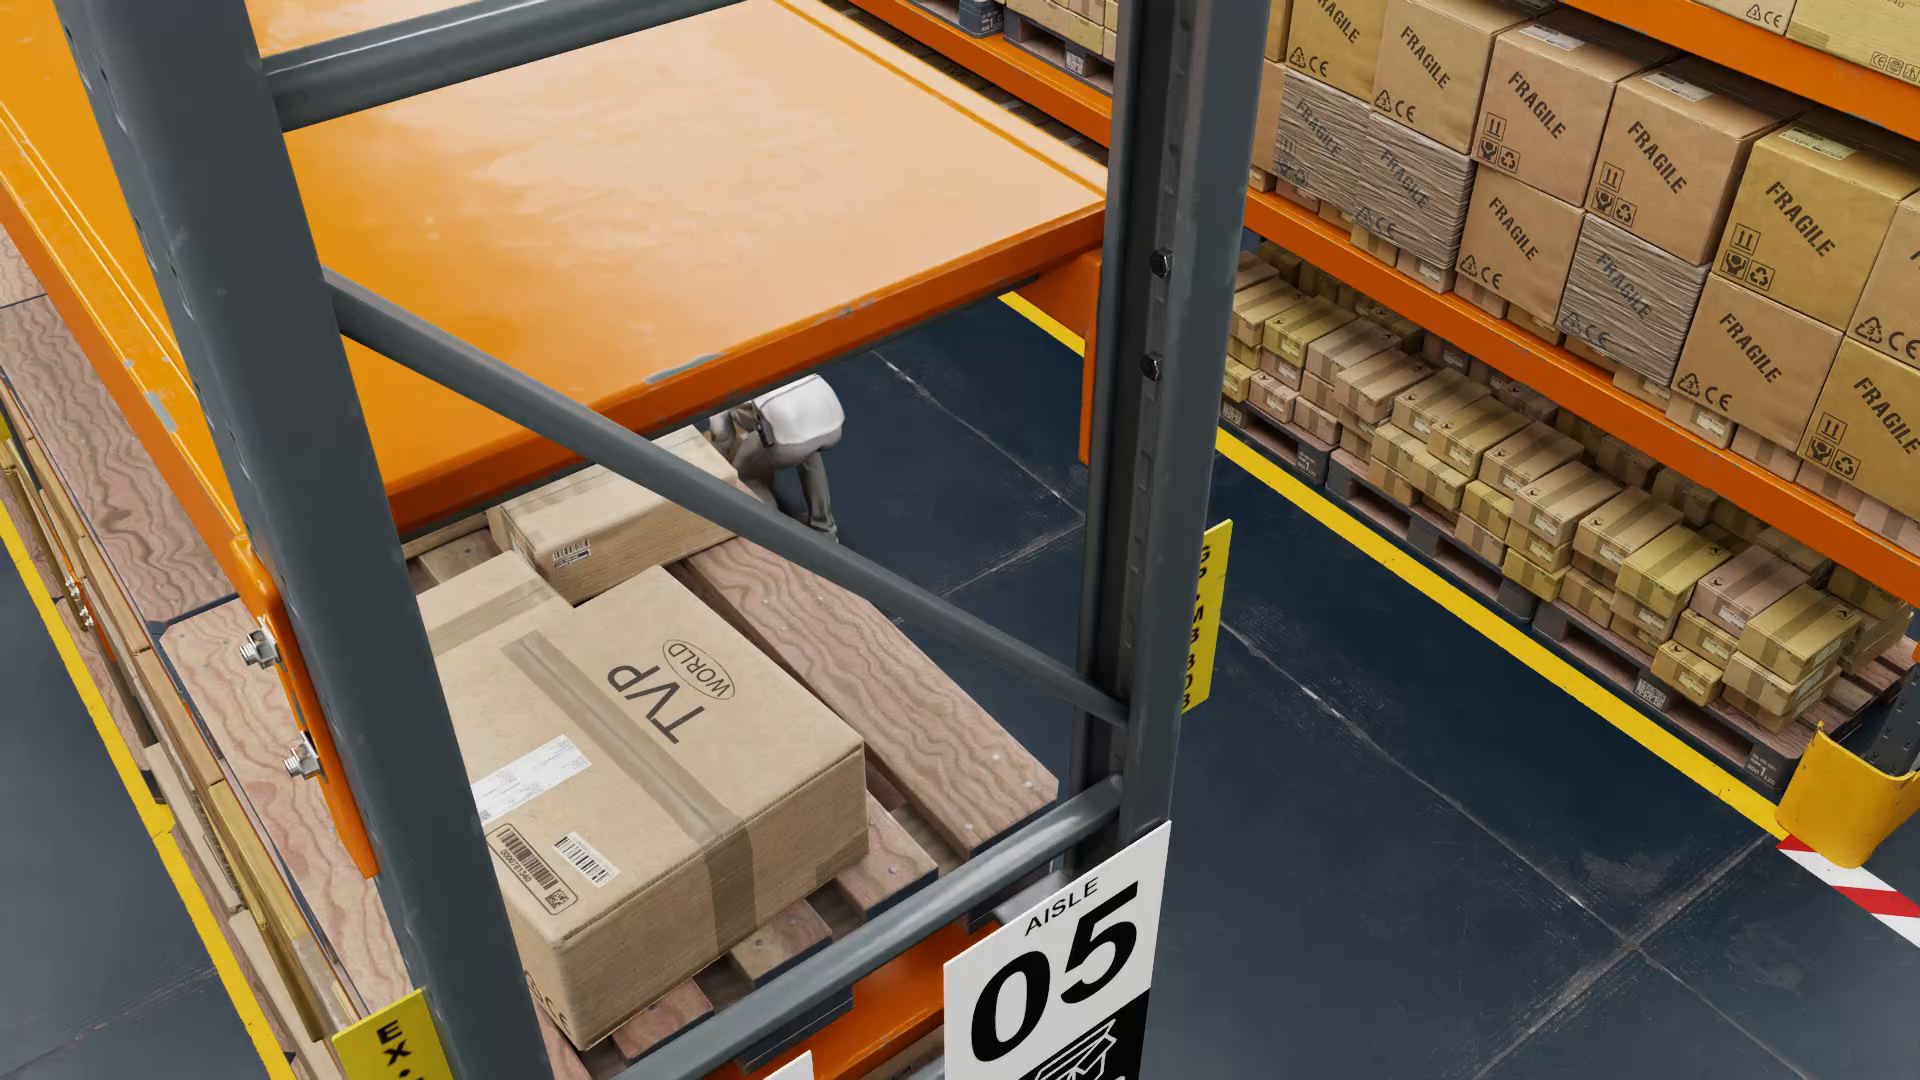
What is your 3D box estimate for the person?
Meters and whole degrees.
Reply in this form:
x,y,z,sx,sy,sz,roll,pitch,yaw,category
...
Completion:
x,y,z,sx,sy,sz,roll,pitch,yaw,category
-0.868,-0.417,7.457,0.452,0.947,0.890,-29,48,-29,person
